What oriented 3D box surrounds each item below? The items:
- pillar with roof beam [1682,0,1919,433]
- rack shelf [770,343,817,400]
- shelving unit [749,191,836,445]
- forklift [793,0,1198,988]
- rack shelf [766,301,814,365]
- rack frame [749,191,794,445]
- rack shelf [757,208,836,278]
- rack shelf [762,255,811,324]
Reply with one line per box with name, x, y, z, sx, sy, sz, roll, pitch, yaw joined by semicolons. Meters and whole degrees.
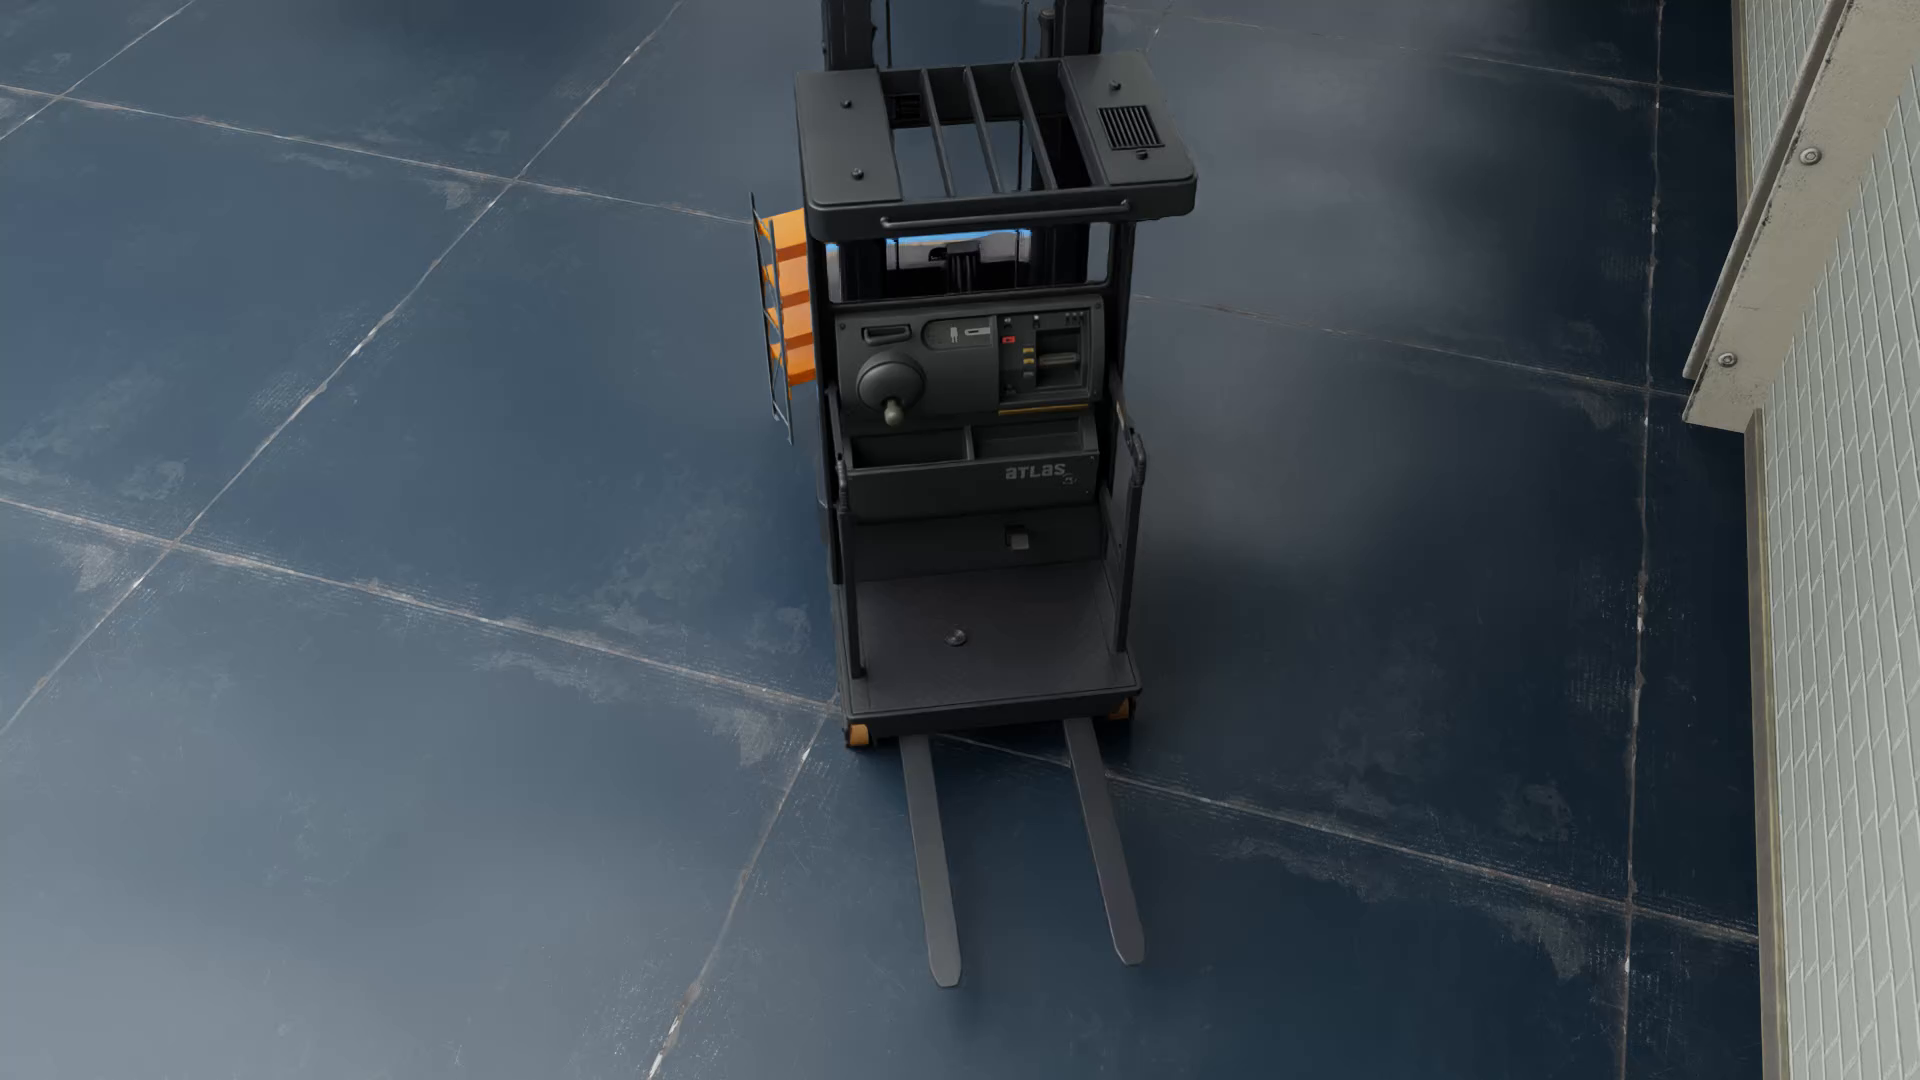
pillar with roof beam;-0.545;-4.778;5.598;9.100;9.000;0.400;13;46;13
rack shelf;-0.595;-0.823;7.511;0.480;0.148;0.258;-19;47;-18
shelving unit;-0.596;-1.015;7.327;0.503;1.200;0.258;-19;47;-18
forklift;0.070;-0.527;5.592;1.130;2.935;3.031;-5;45;-5
rack shelf;-0.596;-0.966;7.373;0.480;0.148;0.258;-19;47;-18
rack frame;-0.816;-0.941;7.251;0.015;1.200;0.240;-19;47;-18
rack shelf;-0.597;-1.298;7.054;0.480;0.148;0.258;-19;47;-18
rack shelf;-0.597;-1.127;7.218;0.480;0.148;0.258;-19;47;-18
